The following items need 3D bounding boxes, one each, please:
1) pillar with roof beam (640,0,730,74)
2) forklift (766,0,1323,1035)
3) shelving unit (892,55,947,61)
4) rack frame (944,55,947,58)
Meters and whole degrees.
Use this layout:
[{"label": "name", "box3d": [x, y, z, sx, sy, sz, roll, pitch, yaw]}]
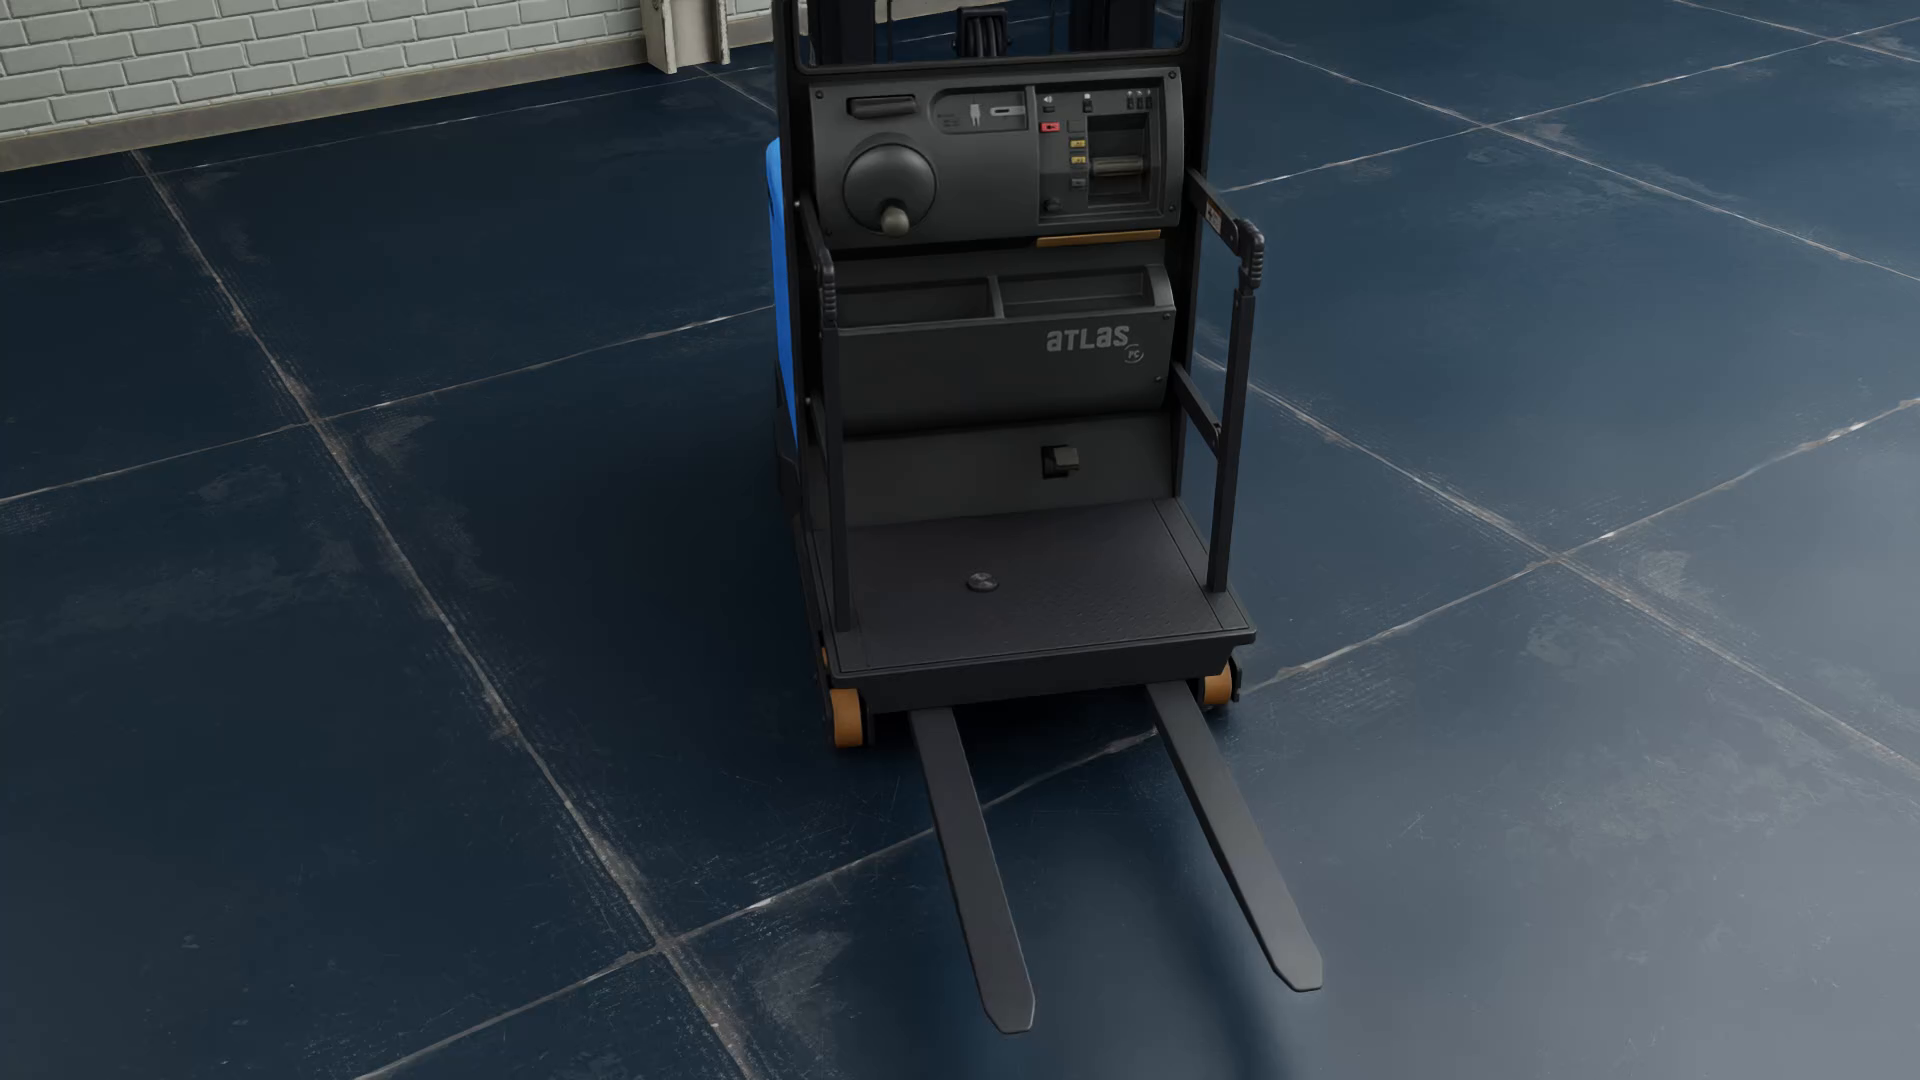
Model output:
[{"label": "pillar with roof beam", "box3d": [0.756, -4.649, 4.186, 0.400, 9.000, 9.100, -19, 37, -27]}, {"label": "forklift", "box3d": [0.139, -0.902, 3.933, 1.130, 2.935, 3.031, -6, 33, -9]}, {"label": "shelving unit", "box3d": [-0.116, -1.045, 5.782, 0.189, 1.200, 0.258, -6, 33, -10]}, {"label": "rack frame", "box3d": [-0.026, -1.055, 5.798, 0.006, 1.200, 0.240, -6, 33, -10]}]
